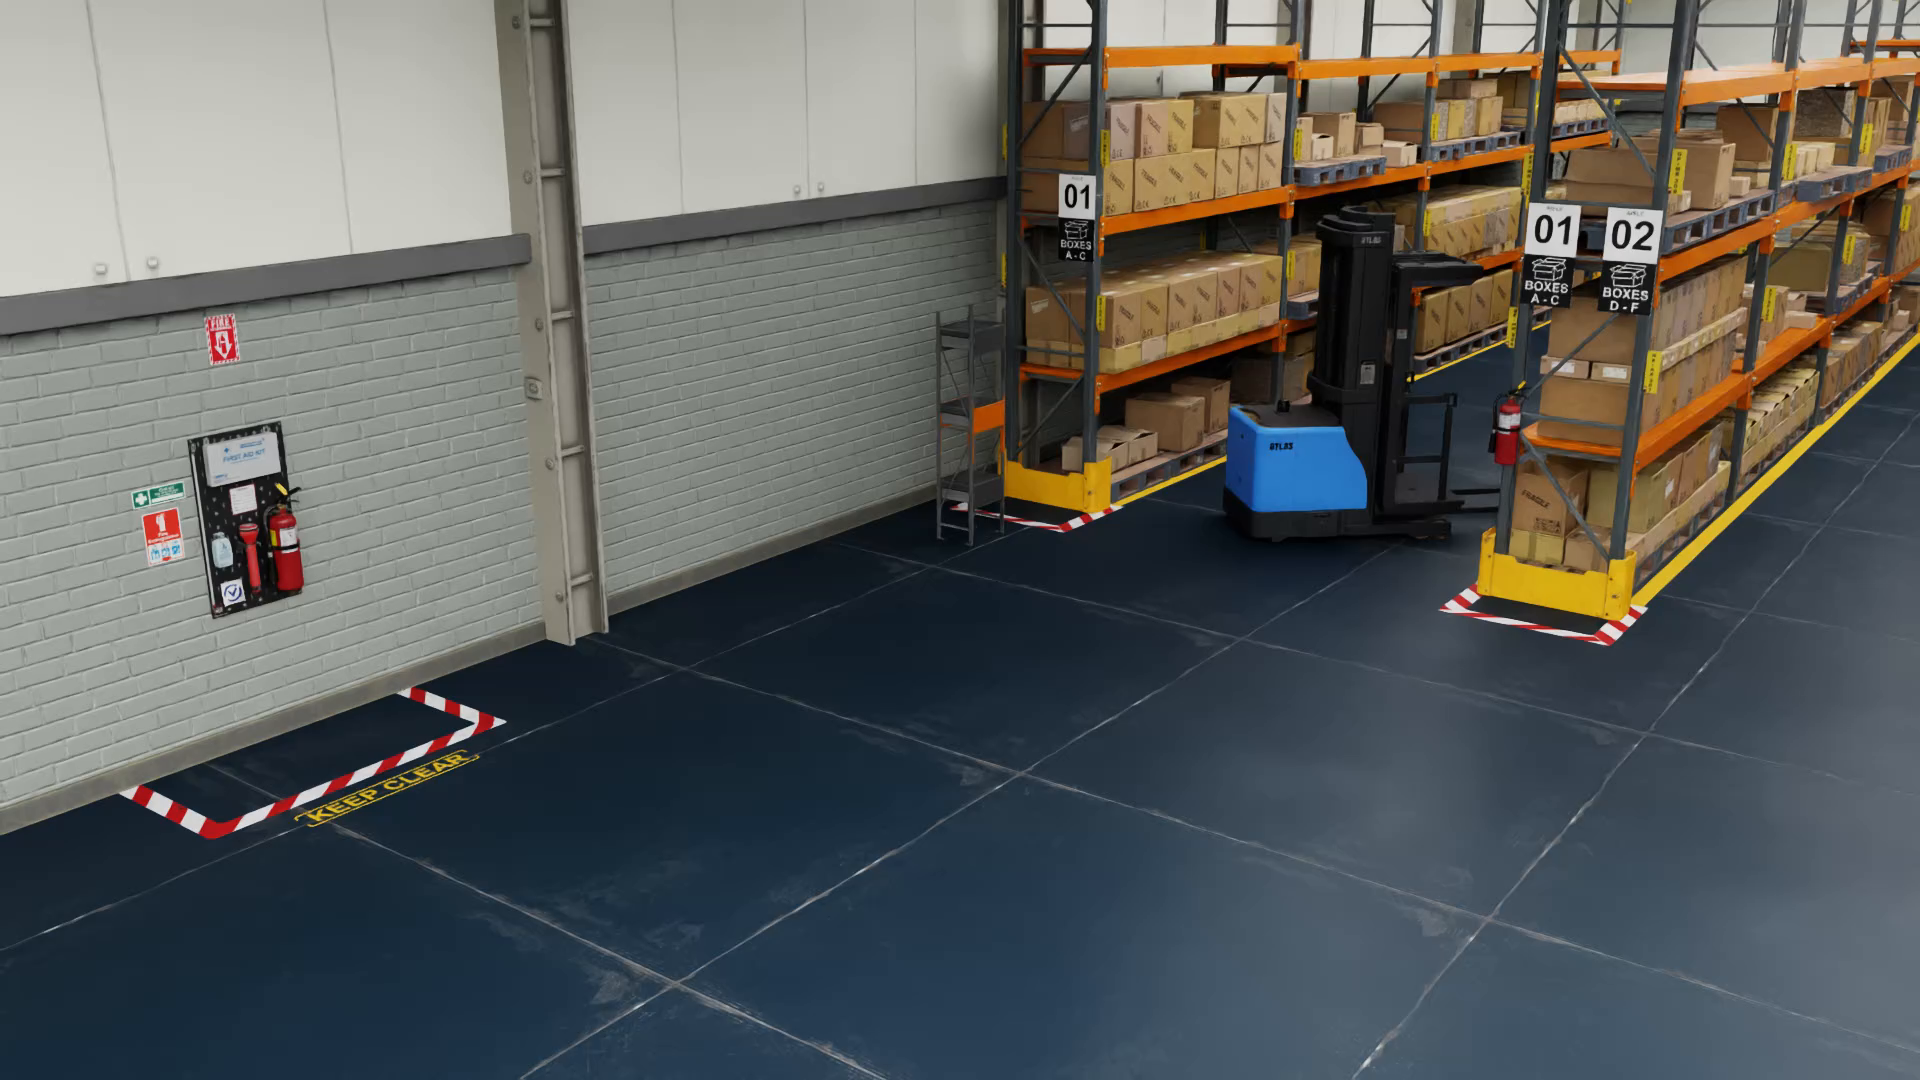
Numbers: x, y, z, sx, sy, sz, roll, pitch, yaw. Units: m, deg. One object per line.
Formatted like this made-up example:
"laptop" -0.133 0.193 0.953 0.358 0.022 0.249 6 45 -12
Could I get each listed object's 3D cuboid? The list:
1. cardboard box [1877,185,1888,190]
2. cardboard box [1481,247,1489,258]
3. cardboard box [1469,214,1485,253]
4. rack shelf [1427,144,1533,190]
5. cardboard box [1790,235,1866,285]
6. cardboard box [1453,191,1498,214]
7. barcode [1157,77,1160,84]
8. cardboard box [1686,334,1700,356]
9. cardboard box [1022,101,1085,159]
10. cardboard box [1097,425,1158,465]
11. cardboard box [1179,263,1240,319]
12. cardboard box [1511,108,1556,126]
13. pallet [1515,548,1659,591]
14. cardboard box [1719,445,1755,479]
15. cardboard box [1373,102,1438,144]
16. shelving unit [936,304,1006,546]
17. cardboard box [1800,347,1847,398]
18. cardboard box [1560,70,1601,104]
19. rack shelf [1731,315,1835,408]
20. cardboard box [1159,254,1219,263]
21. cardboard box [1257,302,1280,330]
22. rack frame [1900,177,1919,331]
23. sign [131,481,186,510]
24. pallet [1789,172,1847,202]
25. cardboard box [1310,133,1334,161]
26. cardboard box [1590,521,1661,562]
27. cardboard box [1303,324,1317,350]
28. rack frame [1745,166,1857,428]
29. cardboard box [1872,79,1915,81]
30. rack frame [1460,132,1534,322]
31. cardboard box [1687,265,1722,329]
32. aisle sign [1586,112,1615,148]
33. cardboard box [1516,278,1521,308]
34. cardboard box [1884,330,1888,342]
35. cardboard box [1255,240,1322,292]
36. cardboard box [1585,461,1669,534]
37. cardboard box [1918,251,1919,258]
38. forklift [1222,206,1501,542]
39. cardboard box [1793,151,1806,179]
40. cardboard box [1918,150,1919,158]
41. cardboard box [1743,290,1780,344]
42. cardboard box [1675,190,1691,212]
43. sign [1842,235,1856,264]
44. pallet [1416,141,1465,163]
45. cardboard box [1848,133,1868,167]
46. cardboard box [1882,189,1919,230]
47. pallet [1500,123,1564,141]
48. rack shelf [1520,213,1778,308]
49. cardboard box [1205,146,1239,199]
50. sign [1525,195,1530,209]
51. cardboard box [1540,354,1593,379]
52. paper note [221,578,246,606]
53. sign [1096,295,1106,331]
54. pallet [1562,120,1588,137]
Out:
"cardboard box" 13.010 -4.846 23.943 0.500 0.500 0.500 12 21 34
"cardboard box" 7.427 -4.188 24.069 0.380 0.149 0.250 12 21 35
"cardboard box" 7.064 -4.351 23.498 0.500 0.500 0.500 13 22 36
"rack shelf" 6.840 -5.280 23.349 1.077 0.370 4.000 12 21 35
"cardboard box" 10.612 -3.442 20.400 0.500 0.500 0.700 -15 23 -40
"cardboard box" 7.343 -4.826 23.766 0.500 0.250 0.500 13 21 36
"barcode" 2.092 -4.846 17.537 0.001 0.075 0.075 12 21 35
"cardboard box" 6.186 -1.713 14.447 0.380 0.149 0.250 13 21 35
"cardboard box" 0.929 -3.925 15.886 0.500 0.500 0.500 14 22 37
"cardboard box" 1.706 -1.020 17.267 0.500 0.311 0.500 15 22 39
"cardboard box" 2.630 -2.652 17.688 0.500 0.500 0.500 12 21 33
"cardboard box" 8.655 -6.394 25.101 0.500 0.250 0.500 12 21 35
"pallet" 5.284 0.208 14.225 1.003 0.211 1.213 12 21 35
"cardboard box" 7.685 -0.827 16.783 0.500 0.250 0.500 12 21 33
"cardboard box" 5.886 -5.528 22.025 0.700 0.500 0.500 11 20 30
"shelving unit" 0.099 -1.042 15.066 0.431 2.100 0.503 12 21 35
"cardboard box" 10.437 -2.040 20.234 0.500 0.500 0.500 12 21 33
"cardboard box" 9.891 -7.247 26.583 0.500 0.500 0.500 13 22 36
"rack shelf" 8.437 -2.020 17.910 1.077 0.370 4.000 12 21 35
"cardboard box" 2.506 -2.860 18.357 0.500 0.500 0.500 12 21 34
"cardboard box" 3.226 -2.533 18.568 0.500 0.250 0.500 12 21 35
"rack frame" 14.396 -4.745 25.473 1.000 3.000 0.127 12 21 35
"sign" -4.876 -0.274 10.120 0.001 0.109 0.331 12 21 35
"pallet" 8.633 -3.738 17.489 1.003 0.211 1.213 14 22 37
"cardboard box" 4.022 -4.615 19.437 0.500 0.311 0.500 13 22 36
"cardboard box" 5.656 -0.030 14.217 0.500 0.250 0.500 12 21 35
"cardboard box" 4.257 -2.544 20.594 0.500 0.250 0.500 12 21 33
"rack frame" 9.629 -2.840 19.337 1.000 3.000 0.127 12 21 35
"cardboard box" 12.683 -5.967 22.494 0.700 0.500 0.500 12 21 35
"rack frame" 8.032 -4.667 25.221 1.000 3.000 0.127 12 21 35
"cardboard box" 6.387 -2.208 14.946 0.700 0.500 0.500 12 21 35
"aisle sign" 10.699 -6.825 27.788 0.394 0.787 0.004 12 21 35
"cardboard box" 8.560 -3.834 26.044 0.700 0.500 0.500 13 21 35
"cardboard box" 12.944 -2.919 23.628 0.380 0.166 0.250 12 21 35
"cardboard box" 3.935 -3.266 19.800 0.700 0.500 0.500 15 23 40
"cardboard box" 5.657 -0.388 14.105 0.500 0.500 0.500 12 21 35
"cardboard box" 13.740 -4.396 24.180 0.500 0.500 0.500 13 21 35
"forklift" 4.078 -1.558 15.325 3.031 2.935 1.130 -2 17 -7
"cardboard box" 8.434 -3.893 17.216 0.500 0.250 0.500 10 20 30
"cardboard box" 12.802 -5.344 22.595 0.500 0.250 0.500 12 21 35
"cardboard box" 8.329 -2.360 17.622 0.500 0.500 0.500 12 21 35
"cardboard box" 5.705 -2.763 13.512 0.380 0.149 0.250 12 21 35
"sign" 10.077 -3.295 18.852 0.100 0.325 0.005 12 21 35
"pallet" 5.990 -5.219 22.260 1.213 0.211 1.003 14 22 37
"cardboard box" 10.166 -4.551 19.622 0.910 0.500 0.500 12 21 35
"cardboard box" 13.133 -4.626 23.233 0.500 0.500 0.500 12 21 33
"pallet" 8.528 -6.250 25.411 1.003 0.211 1.213 12 21 35
"rack shelf" 6.054 -2.500 14.397 1.077 0.370 4.000 12 21 35
"cardboard box" 2.552 -3.831 17.267 0.500 0.500 0.500 11 21 33
"sign" 8.473 -5.089 24.759 0.100 0.325 0.005 12 21 35
"cardboard box" 4.937 -1.417 13.492 0.380 0.149 0.250 12 21 34
"paper note" -4.635 0.333 10.605 0.016 0.148 0.142 12 21 35
"sign" 1.318 -2.126 15.580 0.100 0.325 0.005 12 21 35
"pallet" 9.255 -6.539 26.342 1.003 0.211 1.213 12 21 35
